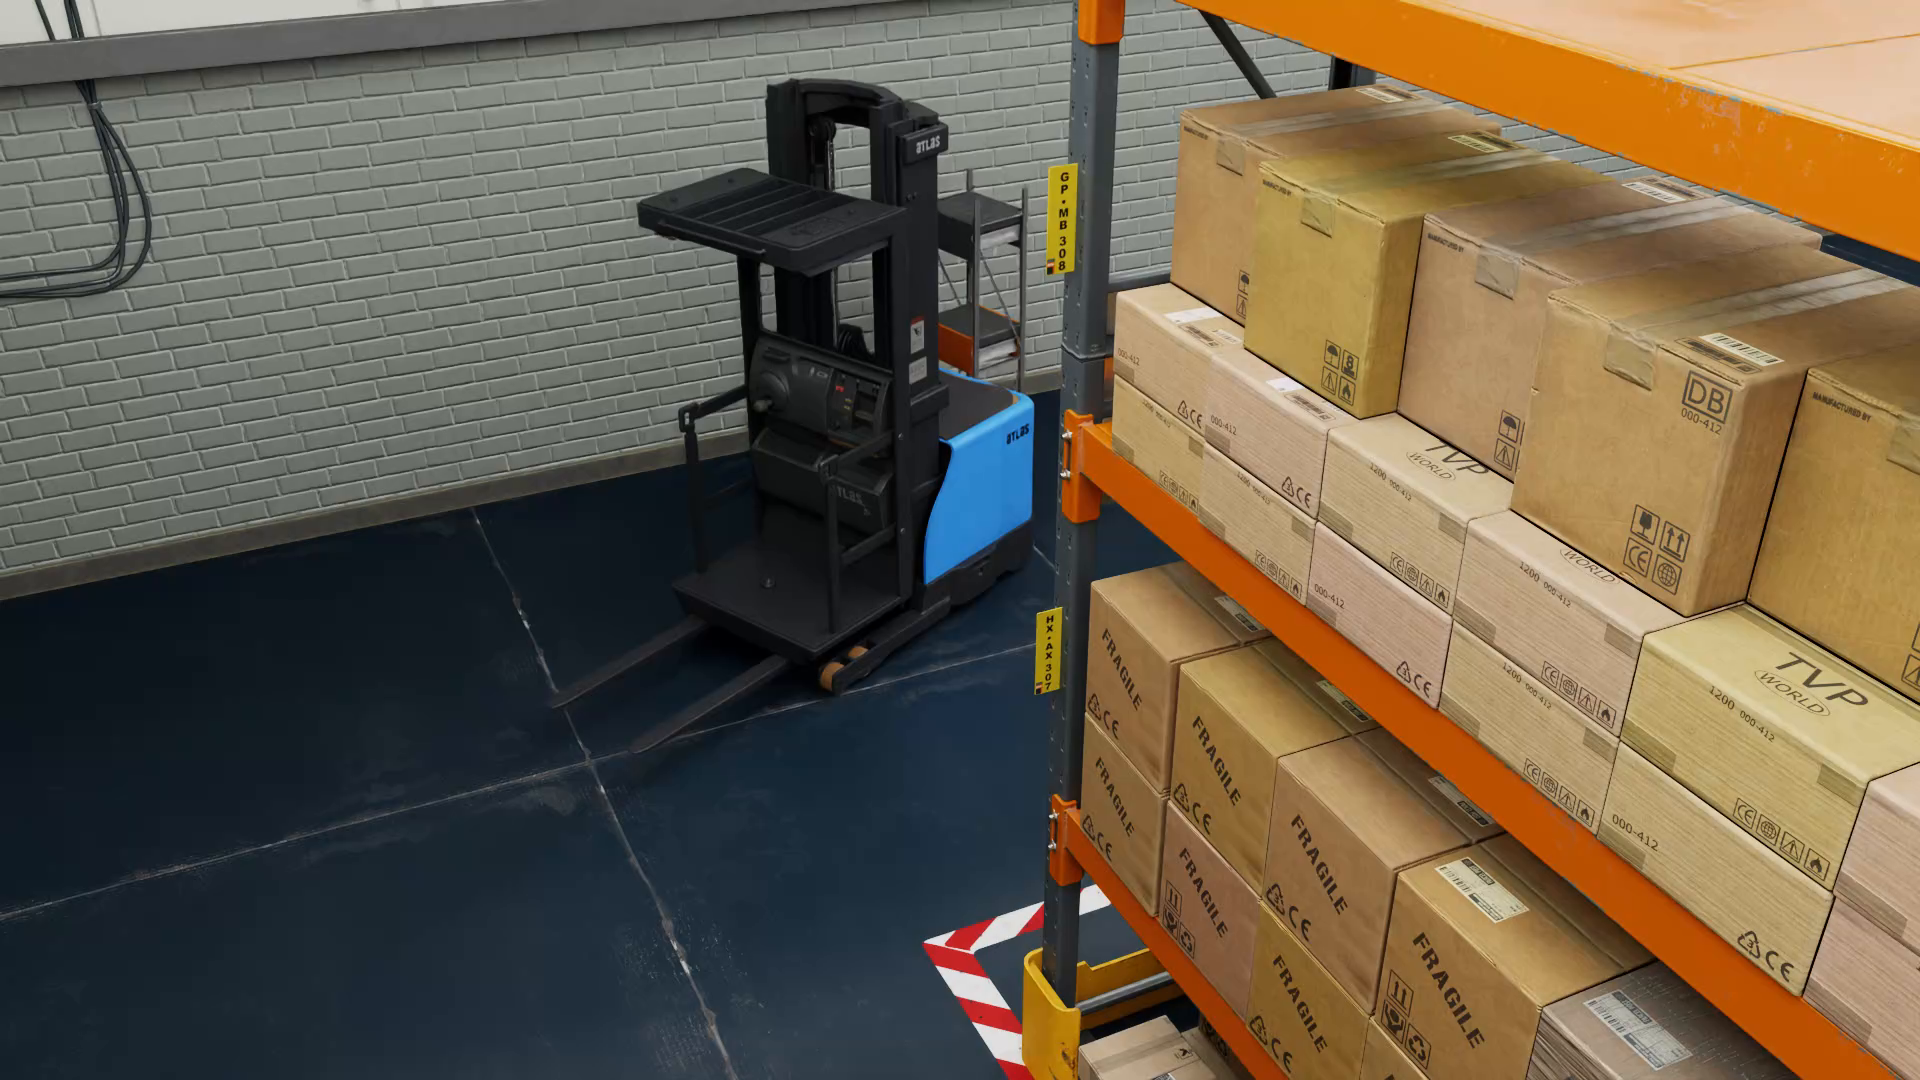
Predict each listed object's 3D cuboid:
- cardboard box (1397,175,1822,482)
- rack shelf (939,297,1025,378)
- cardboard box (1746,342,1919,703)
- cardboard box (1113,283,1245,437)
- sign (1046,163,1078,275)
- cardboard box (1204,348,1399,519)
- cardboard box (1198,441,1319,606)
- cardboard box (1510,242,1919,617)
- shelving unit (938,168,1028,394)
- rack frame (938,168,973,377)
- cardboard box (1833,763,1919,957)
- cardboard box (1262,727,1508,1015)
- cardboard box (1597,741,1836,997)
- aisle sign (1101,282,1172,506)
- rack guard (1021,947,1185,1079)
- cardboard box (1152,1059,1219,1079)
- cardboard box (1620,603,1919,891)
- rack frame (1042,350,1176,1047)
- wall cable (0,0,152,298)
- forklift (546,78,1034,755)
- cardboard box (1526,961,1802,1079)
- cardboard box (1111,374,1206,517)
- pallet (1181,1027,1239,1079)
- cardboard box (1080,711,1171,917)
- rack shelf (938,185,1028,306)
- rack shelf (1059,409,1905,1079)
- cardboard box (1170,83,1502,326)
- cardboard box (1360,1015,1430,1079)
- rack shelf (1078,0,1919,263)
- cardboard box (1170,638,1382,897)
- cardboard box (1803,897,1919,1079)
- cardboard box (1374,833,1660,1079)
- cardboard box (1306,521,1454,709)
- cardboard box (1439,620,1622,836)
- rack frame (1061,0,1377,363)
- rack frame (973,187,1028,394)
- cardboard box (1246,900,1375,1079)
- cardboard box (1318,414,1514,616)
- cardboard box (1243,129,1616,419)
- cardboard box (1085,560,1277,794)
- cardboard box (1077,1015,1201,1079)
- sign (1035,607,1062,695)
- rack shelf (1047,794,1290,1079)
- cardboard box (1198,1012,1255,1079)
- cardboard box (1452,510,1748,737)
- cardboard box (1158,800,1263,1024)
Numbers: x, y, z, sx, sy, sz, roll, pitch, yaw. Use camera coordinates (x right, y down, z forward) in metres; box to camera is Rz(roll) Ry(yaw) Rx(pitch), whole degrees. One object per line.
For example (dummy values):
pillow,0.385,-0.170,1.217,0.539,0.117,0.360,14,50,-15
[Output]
cardboard box,1.476,-0.489,3.836,0.700,0.500,0.500,-13,32,-22
rack shelf,0.076,-1.125,10.111,0.431,0.518,0.480,-23,36,-34
cardboard box,1.958,-0.059,3.070,0.700,0.500,0.500,-13,32,-22
cardboard box,0.776,-0.541,4.695,0.500,0.250,0.500,-13,32,-22
sign,0.301,-0.937,4.866,0.100,0.325,0.005,-13,32,-22
cardboard box,0.984,-0.318,4.299,0.500,0.250,0.500,-13,32,-22
cardboard box,0.985,-0.100,4.421,0.500,0.250,0.500,-13,32,-22
cardboard box,1.606,-0.248,3.407,0.700,0.500,0.500,-13,32,-22
shelving unit,0.076,-1.137,10.104,0.431,2.100,0.503,-23,36,-34
rack frame,-0.082,-1.228,10.266,0.400,2.100,0.015,-23,36,-34
cardboard box,1.842,0.565,2.723,0.500,0.250,0.500,-13,32,-22
cardboard box,1.185,0.862,4.495,0.500,0.500,0.500,-13,32,-21
cardboard box,1.632,0.562,3.241,0.500,0.250,0.500,-13,32,-22
aisle sign,0.496,-0.464,5.325,0.394,0.787,0.004,-13,32,-22
rack guard,0.823,1.763,6.568,1.175,0.500,0.348,-13,32,-22
cardboard box,0.767,2.050,5.947,0.380,0.166,0.250,-13,32,-22
cardboard box,1.630,0.344,3.118,0.500,0.250,0.500,-13,32,-22
rack frame,0.791,0.639,6.017,1.000,3.000,0.127,-13,32,-22
wall cable,-5.787,-2.155,8.040,3.097,2.526,0.112,-13,32,-22
forklift,-0.870,-0.742,8.549,1.130,2.935,3.031,21,36,33
cardboard box,1.619,1.309,3.698,0.500,0.500,0.500,-13,32,-22
cardboard box,0.782,-0.324,4.820,0.500,0.250,0.500,-13,32,-22
pallet,1.167,2.241,6.011,1.003,0.211,1.213,-13,32,-22
cardboard box,0.743,0.847,5.544,0.500,0.500,0.500,-12,32,-21
rack shelf,0.076,-1.736,9.768,0.431,0.518,0.480,-23,36,-34
rack shelf,1.649,0.528,3.884,1.077,0.370,4.000,-13,32,-22
cardboard box,1.026,-0.926,4.616,0.700,0.500,0.500,-13,32,-22
cardboard box,1.395,1.517,4.349,0.500,0.500,0.500,-13,32,-21
rack shelf,1.649,-0.779,3.151,1.077,0.370,4.000,-13,32,-22
cardboard box,0.974,0.640,4.891,0.500,0.500,0.500,-13,32,-21
cardboard box,1.854,0.781,2.850,0.500,0.250,0.500,-13,32,-22
cardboard box,1.404,1.086,4.095,0.500,0.500,0.500,-13,32,-22
cardboard box,1.201,0.120,4.028,0.500,0.250,0.500,-13,32,-22
cardboard box,1.421,0.340,3.636,0.500,0.250,0.500,-13,32,-22
rack frame,0.791,-1.978,4.549,1.000,3.000,0.127,-13,32,-22
rack frame,0.234,-1.046,9.942,0.400,2.100,0.015,-23,36,-34
cardboard box,1.182,1.296,4.743,0.500,0.500,0.500,-13,32,-22
cardboard box,1.205,-0.099,3.907,0.500,0.250,0.500,-13,32,-22
cardboard box,1.164,-0.687,4.190,0.700,0.500,0.500,-13,32,-22
cardboard box,0.743,0.410,5.299,0.500,0.500,0.500,-12,31,-20
cardboard box,0.660,1.948,6.148,0.380,0.149,0.250,-13,32,-22
sign,0.301,0.375,5.602,0.100,0.325,0.005,-13,32,-22
rack shelf,1.649,1.836,4.617,1.077,0.370,4.000,-13,32,-22
cardboard box,1.247,1.726,6.184,0.500,0.500,0.500,-13,32,-22
cardboard box,1.416,0.123,3.512,0.500,0.250,0.500,-13,32,-22
cardboard box,0.969,1.073,5.140,0.500,0.500,0.500,-13,32,-22
